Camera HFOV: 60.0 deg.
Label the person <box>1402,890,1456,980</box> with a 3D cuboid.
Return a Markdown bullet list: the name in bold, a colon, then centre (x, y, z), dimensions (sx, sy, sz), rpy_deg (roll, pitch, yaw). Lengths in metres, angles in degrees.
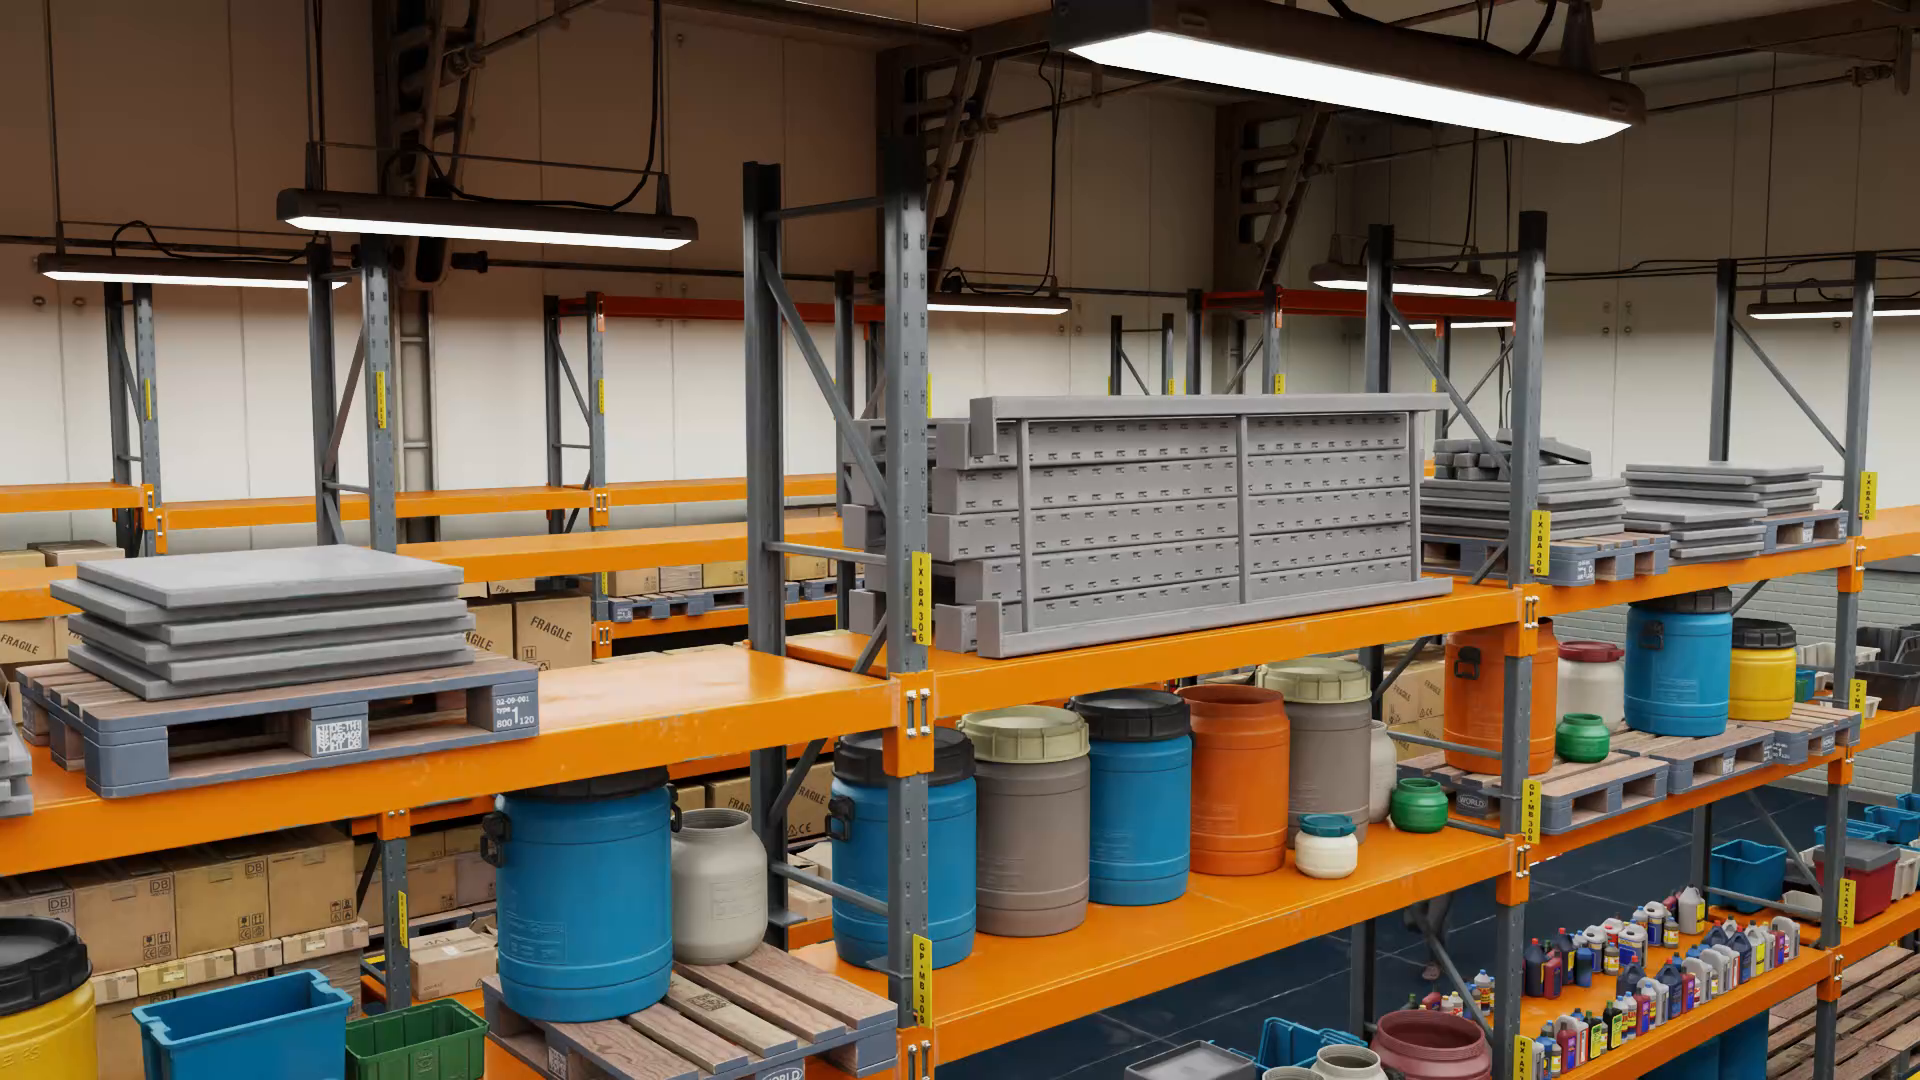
- **person**: centre (4.106, 2.985, 14.411), dimensions (0.533, 1.614, 0.602), rpy_deg (-5, 7, -40)
